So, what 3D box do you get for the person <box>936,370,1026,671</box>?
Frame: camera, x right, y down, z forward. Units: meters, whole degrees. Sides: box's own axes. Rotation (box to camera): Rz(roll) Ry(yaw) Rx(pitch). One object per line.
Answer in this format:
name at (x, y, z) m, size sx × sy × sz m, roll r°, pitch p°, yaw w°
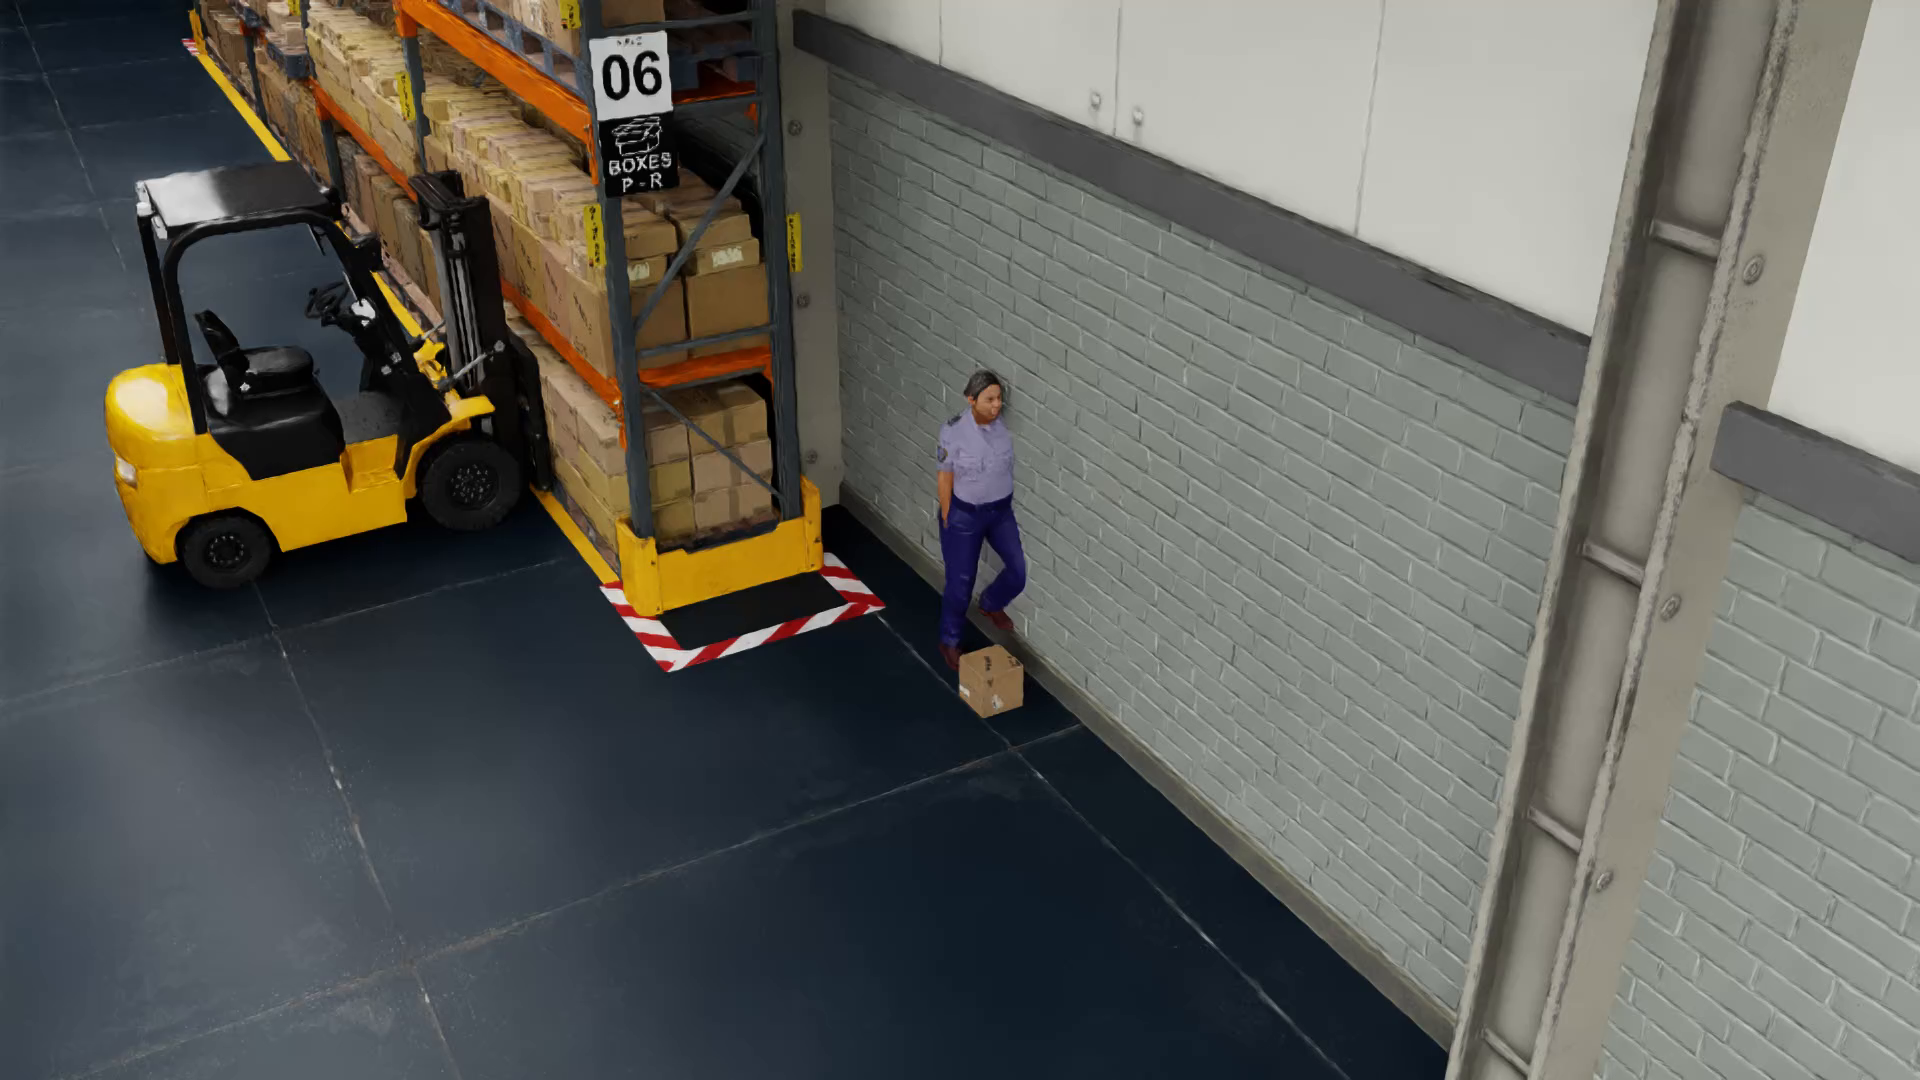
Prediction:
person at (0.136, -0.100, 8.761) m, size 0.495 × 1.638 × 0.452 m, roll -15°, pitch 33°, yaw -25°
